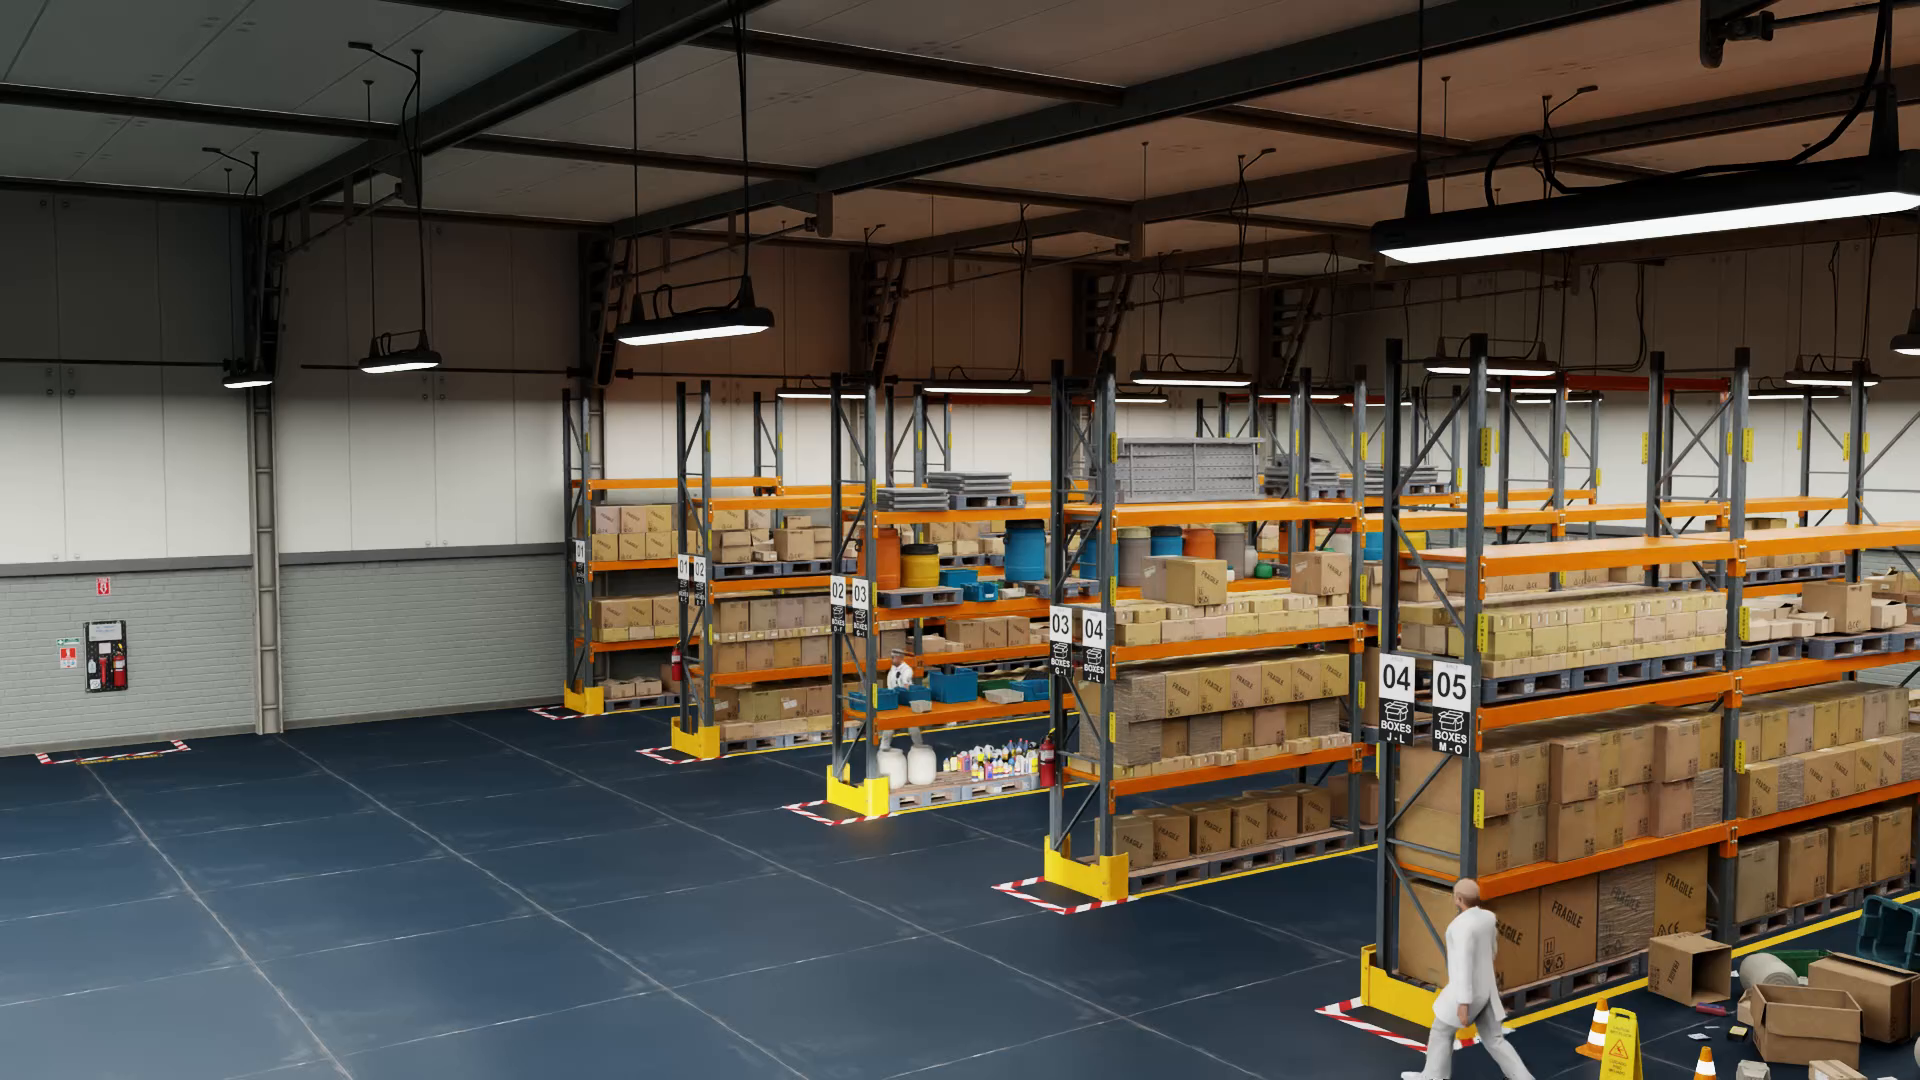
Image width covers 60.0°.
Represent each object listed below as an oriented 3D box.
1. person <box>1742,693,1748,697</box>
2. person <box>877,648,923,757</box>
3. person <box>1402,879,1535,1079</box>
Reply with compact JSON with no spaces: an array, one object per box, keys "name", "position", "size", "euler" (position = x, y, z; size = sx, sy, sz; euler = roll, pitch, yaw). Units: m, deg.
[{"name":"person","position":[10.644,2.870,22.735],"size":[1.033,1.621,0.546],"euler":[-3,4,-35]},{"name":"person","position":[-0.998,2.582,26.485],"size":[0.971,1.715,0.563],"euler":[-3,5,-41]},{"name":"person","position":[3.964,3.470,12.772],"size":[0.614,1.734,1.125],"euler":[-3,5,-43]}]
